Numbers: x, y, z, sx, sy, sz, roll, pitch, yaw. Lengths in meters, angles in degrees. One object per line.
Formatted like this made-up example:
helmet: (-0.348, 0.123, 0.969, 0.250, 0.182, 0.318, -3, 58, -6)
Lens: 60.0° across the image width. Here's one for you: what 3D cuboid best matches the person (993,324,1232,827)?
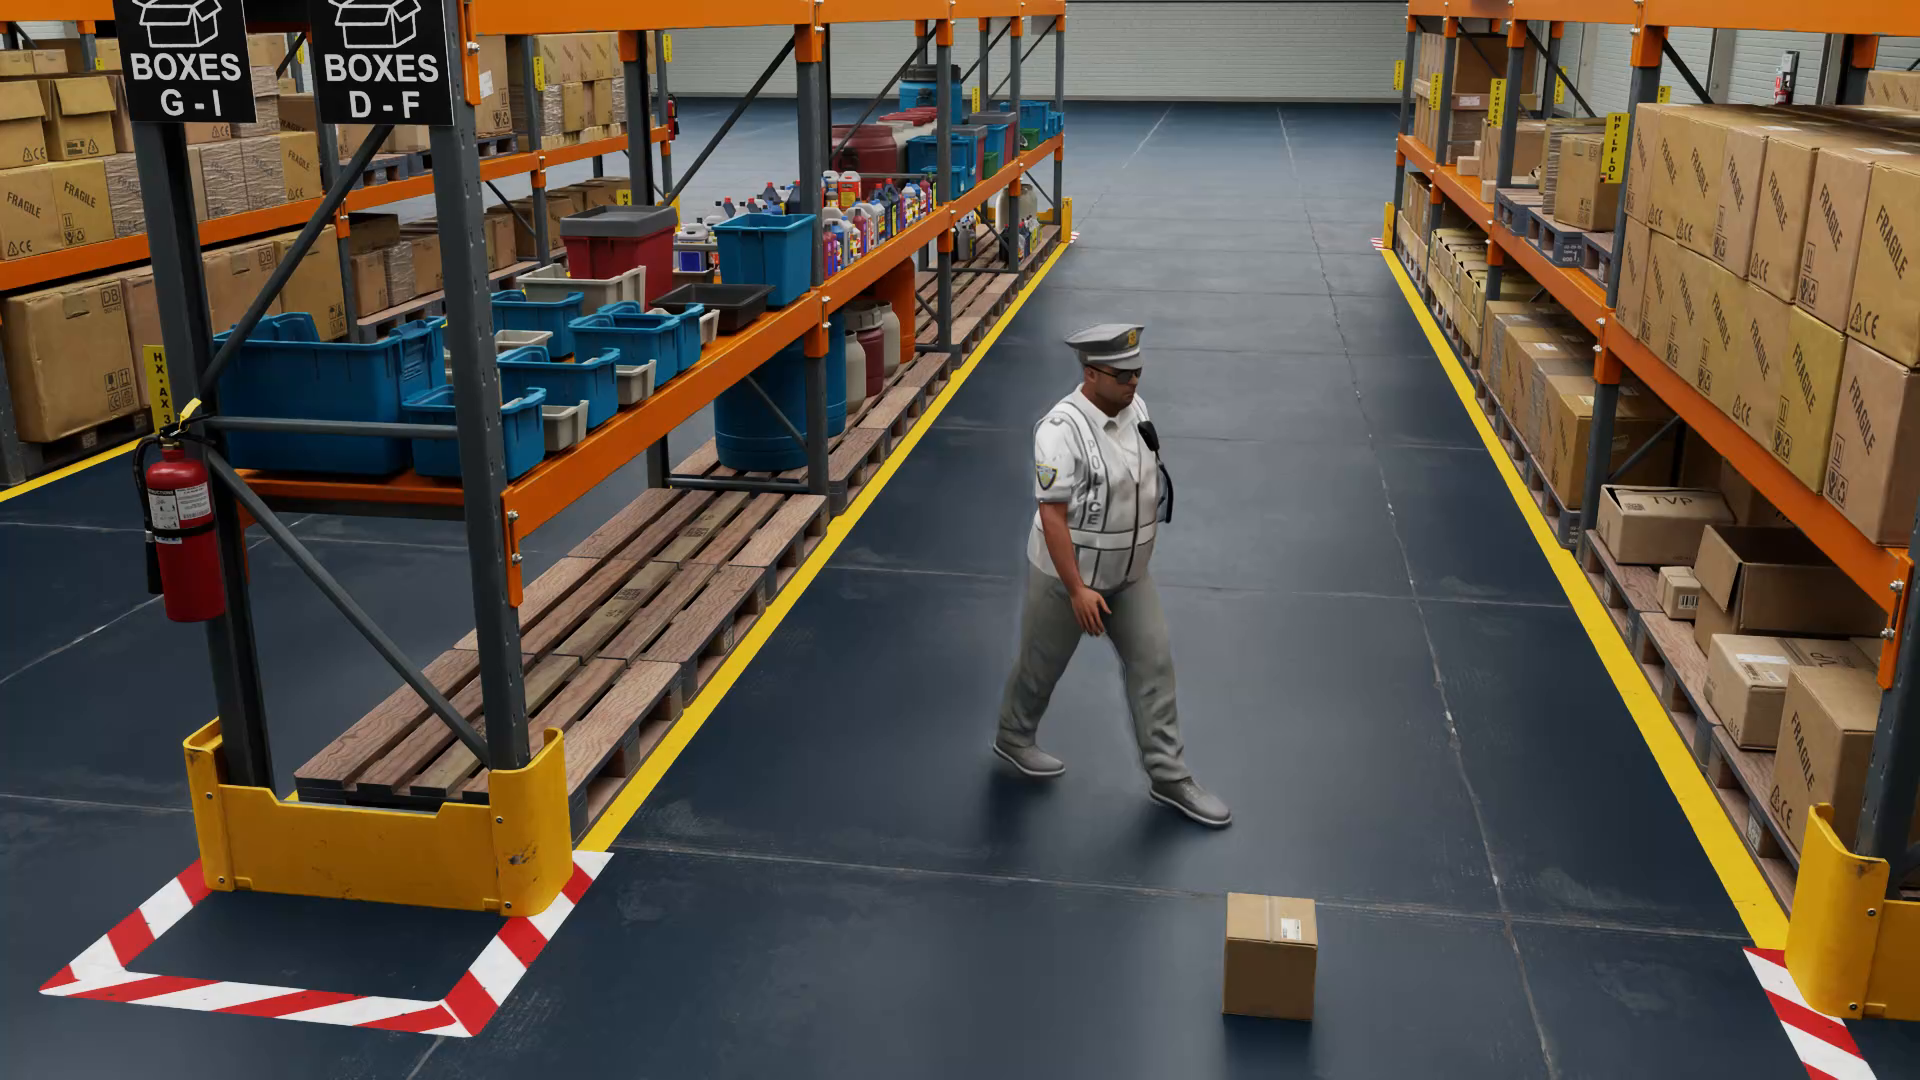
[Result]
person: (0.487, 0.103, 5.722, 0.539, 1.711, 0.932, -14, 23, -37)
